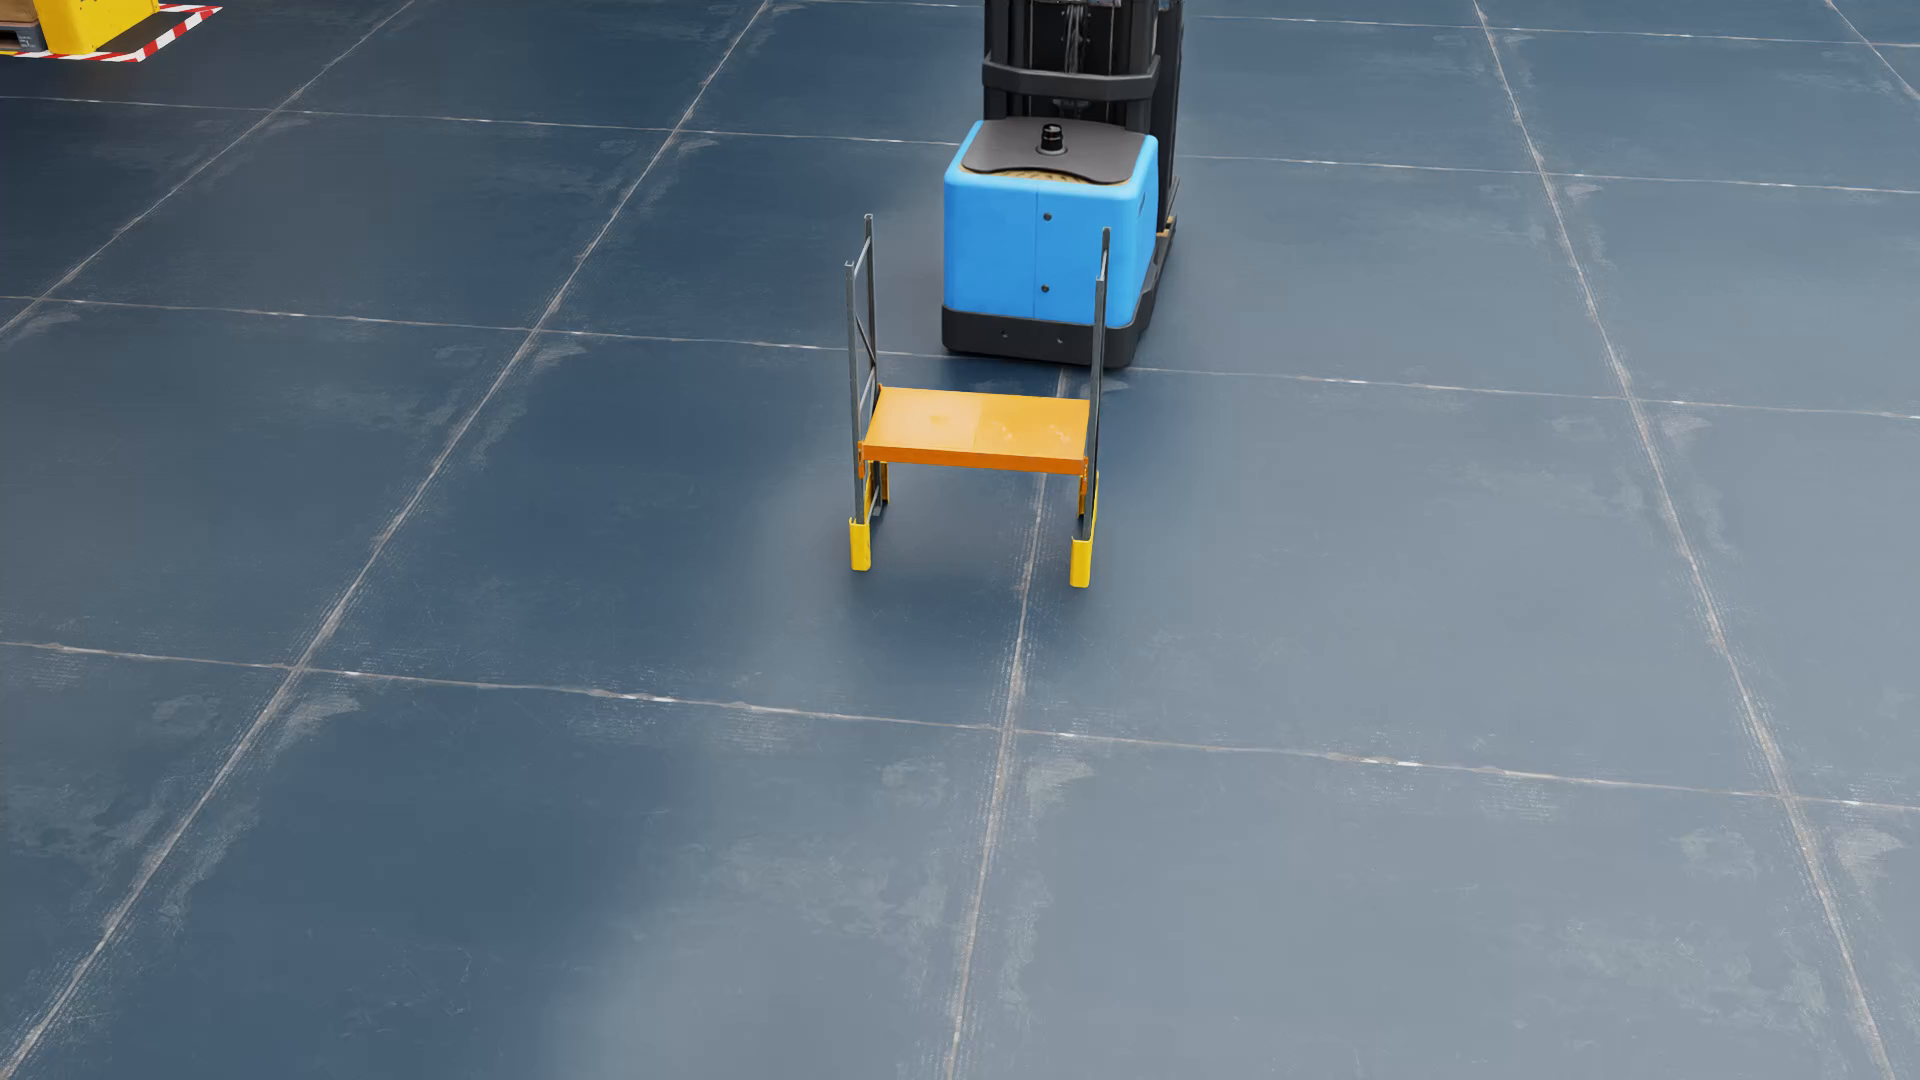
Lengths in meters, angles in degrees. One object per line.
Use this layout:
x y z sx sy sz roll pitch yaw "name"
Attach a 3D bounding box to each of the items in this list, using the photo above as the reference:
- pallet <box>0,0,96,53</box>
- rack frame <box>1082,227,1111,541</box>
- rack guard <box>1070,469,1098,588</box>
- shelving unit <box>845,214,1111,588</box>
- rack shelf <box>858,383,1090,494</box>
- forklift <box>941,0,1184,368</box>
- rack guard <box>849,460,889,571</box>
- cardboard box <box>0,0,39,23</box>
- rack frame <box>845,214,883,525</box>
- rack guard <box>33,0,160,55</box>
-7.799 -4.266 13.546 1.213 0.211 1.003 4 36 6 "pallet"
0.589 -0.567 7.253 0.032 1.500 0.500 4 36 6 "rack frame"
0.570 -0.059 7.618 0.087 0.250 0.587 4 36 6 "rack guard"
0.076 -0.605 7.306 1.083 1.500 0.587 4 36 6 "shelving unit"
0.085 -0.458 7.410 1.000 0.185 0.538 4 36 6 "rack shelf"
0.731 -2.971 9.390 1.130 2.935 3.031 8 36 11 "forklift"
-0.418 -0.133 7.721 0.087 0.250 0.587 4 36 6 "rack guard"
-7.677 -4.705 13.228 0.875 0.875 0.875 4 36 6 "cardboard box"
-0.420 -0.642 7.358 0.032 1.500 0.500 4 36 6 "rack frame"
-6.972 -4.368 13.440 0.348 0.500 1.175 4 36 6 "rack guard"
